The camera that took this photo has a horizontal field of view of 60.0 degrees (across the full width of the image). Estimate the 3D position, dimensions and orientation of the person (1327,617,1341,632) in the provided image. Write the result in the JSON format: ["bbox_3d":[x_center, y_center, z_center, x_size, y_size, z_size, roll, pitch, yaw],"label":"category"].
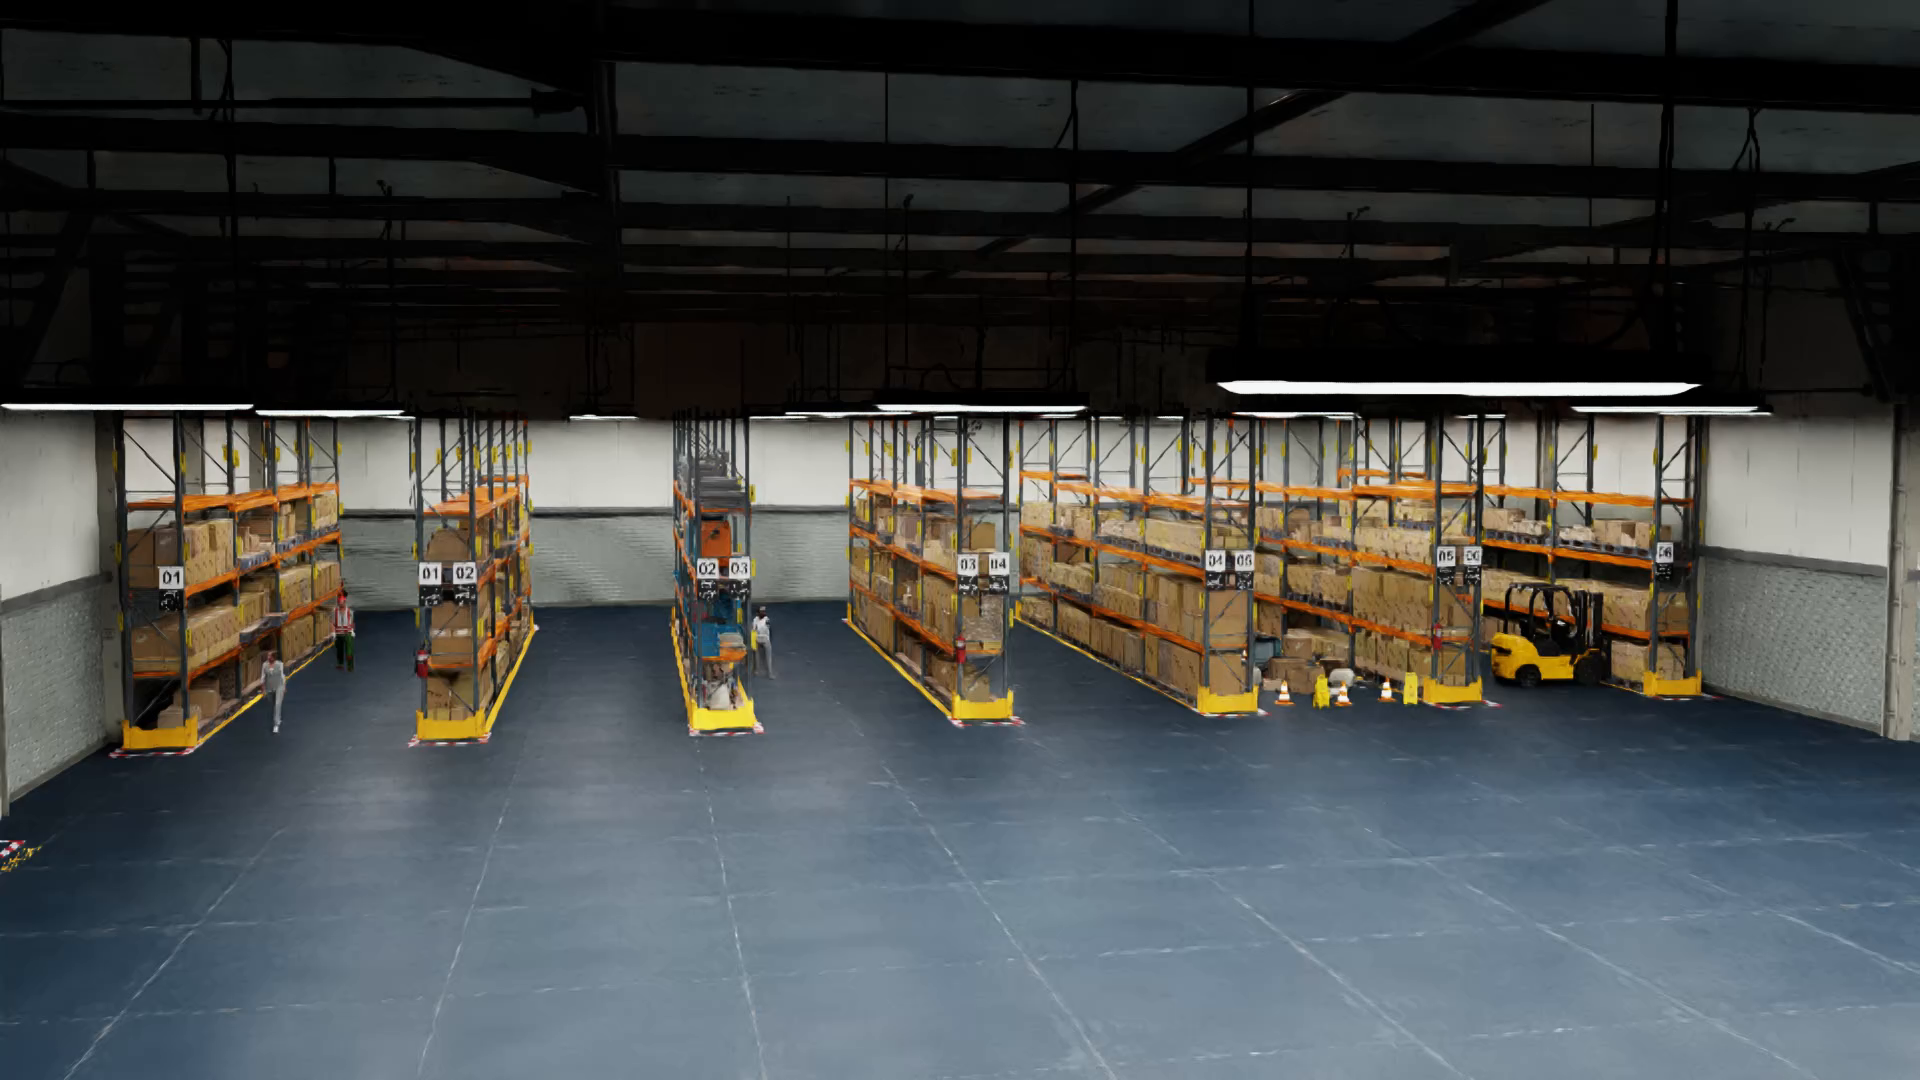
[{"bbox_3d":[9.920,1.681,44.346,0.551,1.754,0.636,1,4,18],"label":"person"}]

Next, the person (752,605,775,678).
[{"bbox_3d":[-4.431,2.253,37.146,0.448,1.619,0.997,-1,4,-20],"label":"person"}]

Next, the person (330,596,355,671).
[{"bbox_3d":[-14.178,2.133,38.180,0.528,1.727,1.030,-1,4,-19],"label":"person"}]

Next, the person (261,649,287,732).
[{"bbox_3d":[-12.747,2.756,30.856,0.414,1.517,1.036,-1,4,-8],"label":"person"}]
